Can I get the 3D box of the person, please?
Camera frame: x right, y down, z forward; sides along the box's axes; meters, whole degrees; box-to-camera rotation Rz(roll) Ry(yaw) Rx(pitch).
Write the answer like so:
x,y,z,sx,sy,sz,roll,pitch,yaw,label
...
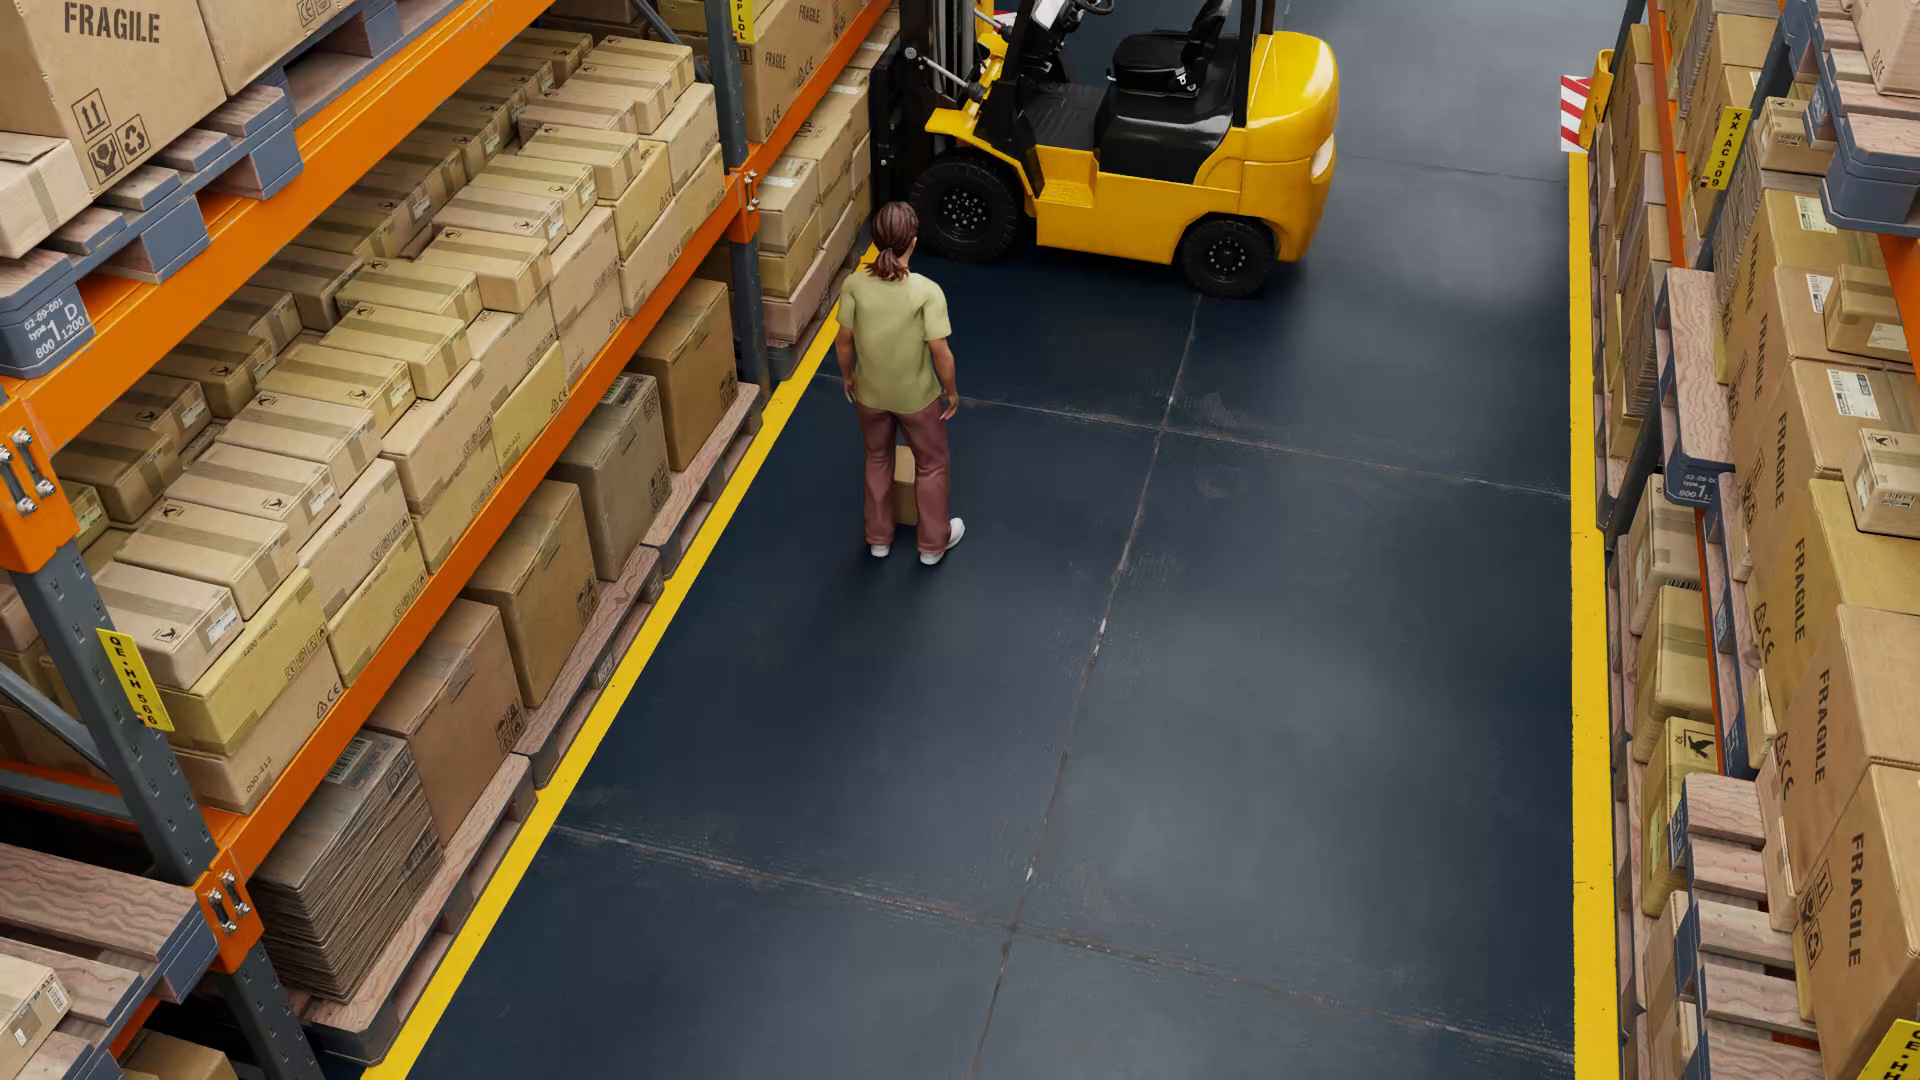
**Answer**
x,y,z,sx,sy,sz,roll,pitch,yaw,label
-0.250,-0.617,6.864,0.499,1.673,0.357,10,42,12,person
